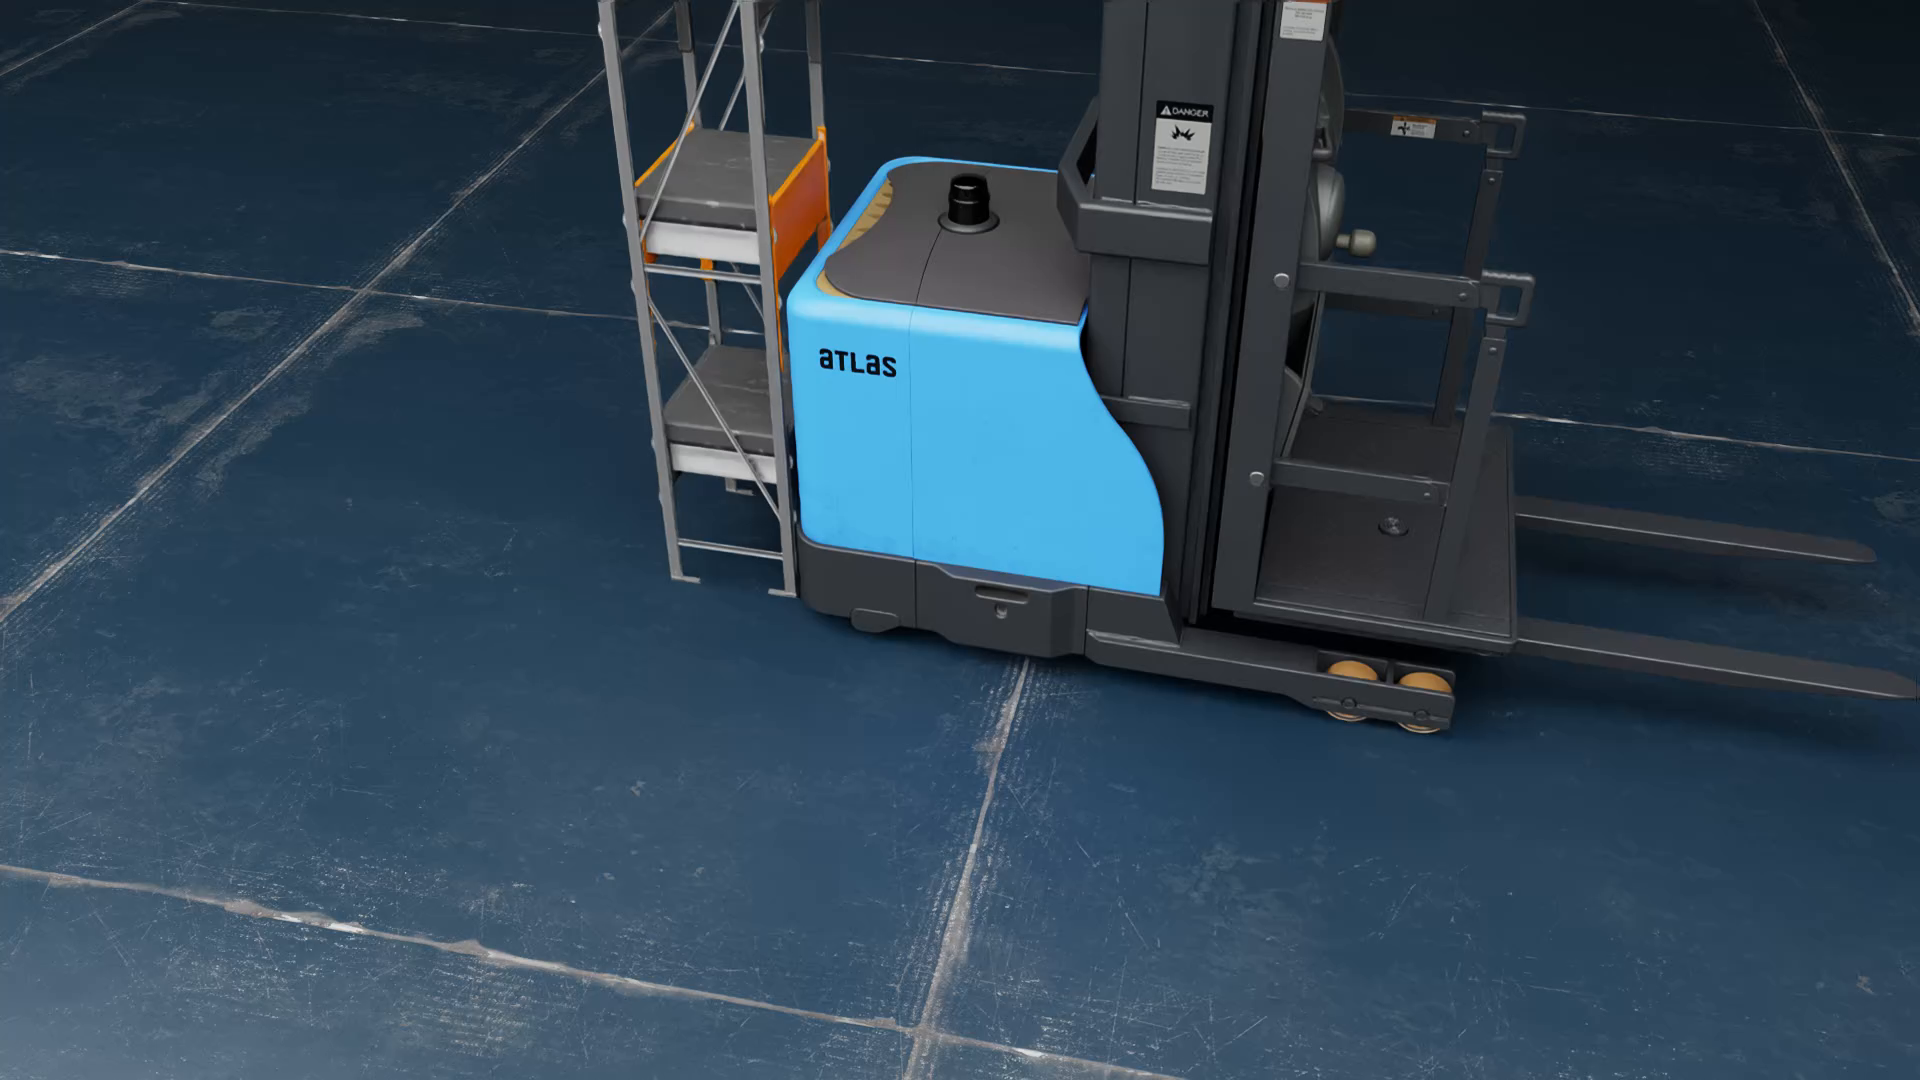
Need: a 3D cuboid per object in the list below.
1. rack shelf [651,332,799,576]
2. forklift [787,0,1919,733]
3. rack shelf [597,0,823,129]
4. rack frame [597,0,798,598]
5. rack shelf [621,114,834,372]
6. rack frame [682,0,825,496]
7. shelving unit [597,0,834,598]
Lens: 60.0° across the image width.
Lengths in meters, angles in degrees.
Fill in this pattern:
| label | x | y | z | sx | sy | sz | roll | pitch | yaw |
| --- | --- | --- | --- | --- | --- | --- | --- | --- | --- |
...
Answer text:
| label | x | y | z | sx | sy | sz | roll | pitch | yaw |
| --- | --- | --- | --- | --- | --- | --- | --- | --- | --- |
| rack shelf | -0.629 | -0.267 | 5.045 | 0.431 | 0.518 | 0.480 | 8 | 37 | 11 |
| forklift | 1.106 | -1.007 | 4.142 | 3.031 | 2.935 | 1.130 | 8 | 37 | 12 |
| rack shelf | -0.629 | -1.401 | 4.224 | 0.431 | 0.518 | 0.480 | 8 | 37 | 11 |
| rack frame | -0.686 | -0.706 | 4.434 | 0.400 | 2.100 | 0.015 | 8 | 37 | 11 |
| rack shelf | -0.629 | -0.834 | 4.635 | 0.431 | 0.518 | 0.480 | 8 | 37 | 11 |
| rack frame | -0.572 | -0.984 | 4.819 | 0.400 | 2.100 | 0.015 | 8 | 37 | 11 |
| shelving unit | -0.629 | -0.845 | 4.627 | 0.431 | 2.100 | 0.503 | 8 | 37 | 11 |
